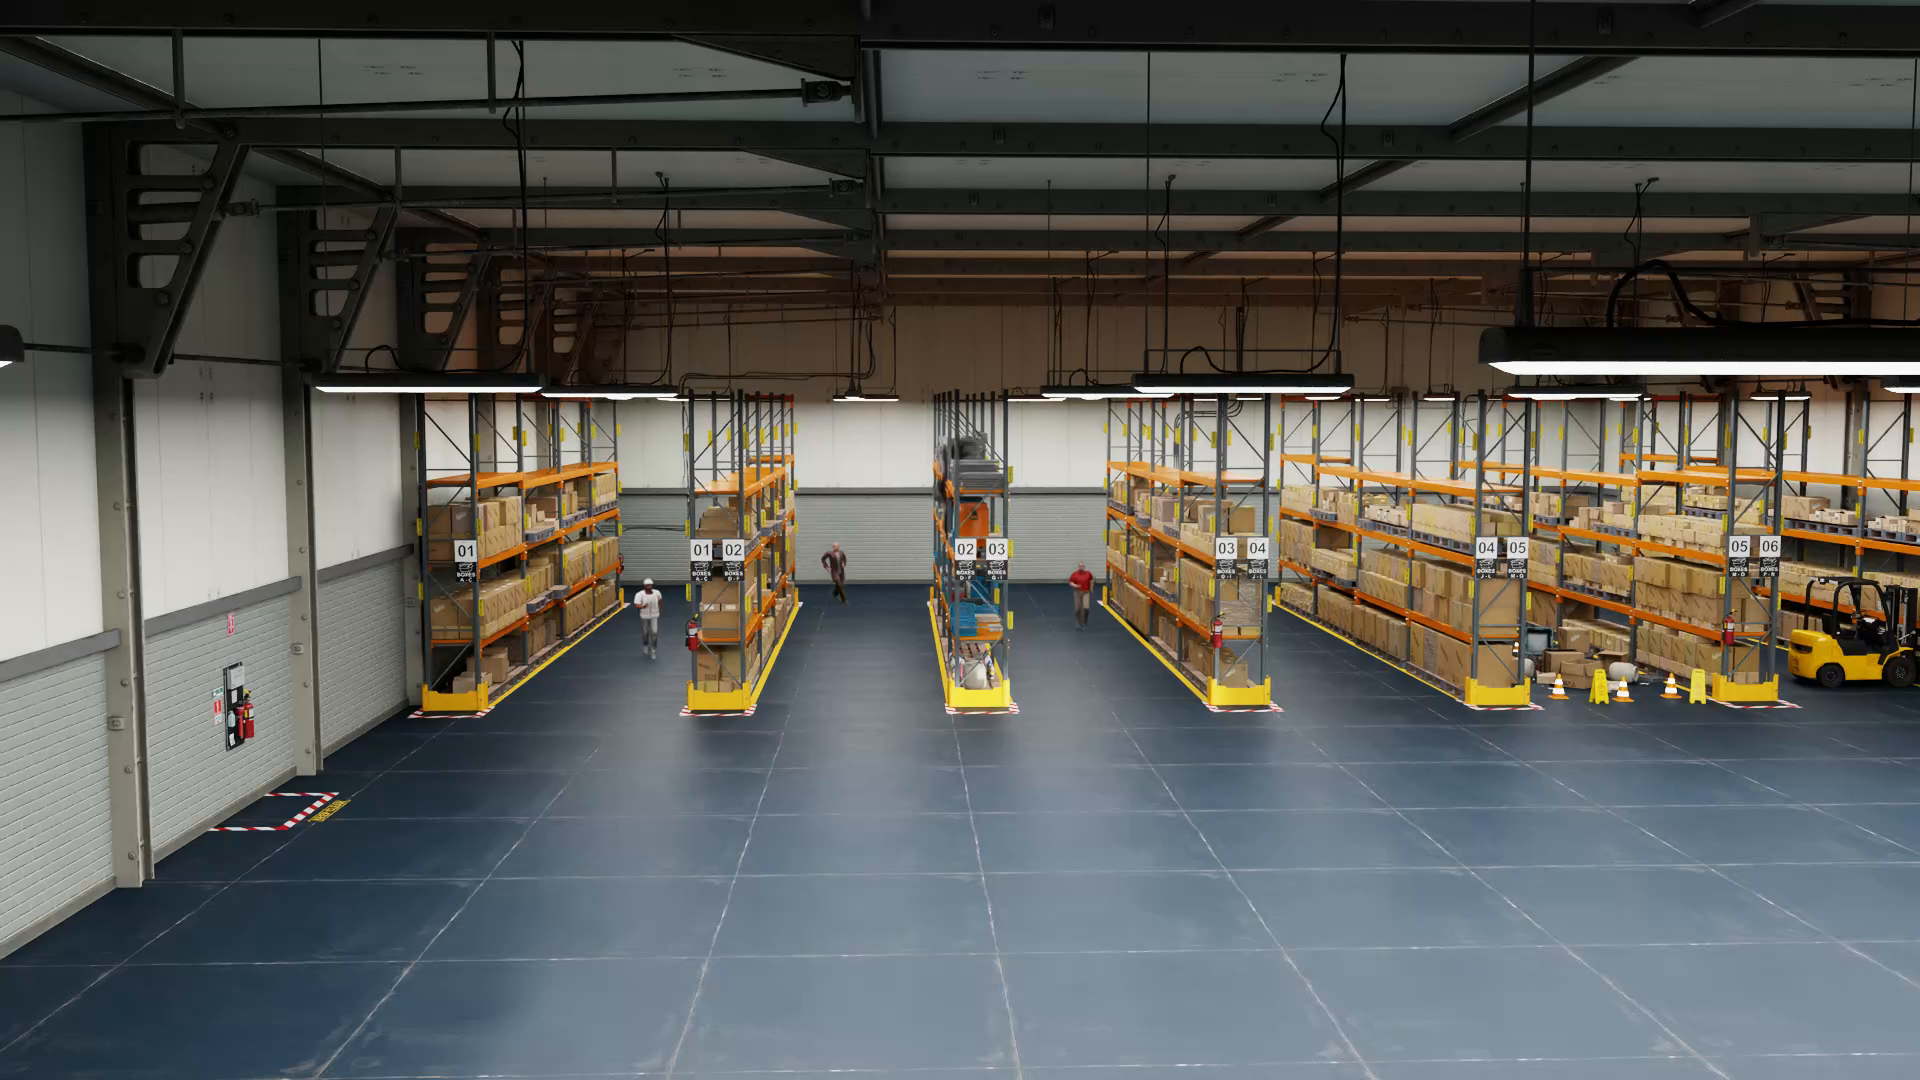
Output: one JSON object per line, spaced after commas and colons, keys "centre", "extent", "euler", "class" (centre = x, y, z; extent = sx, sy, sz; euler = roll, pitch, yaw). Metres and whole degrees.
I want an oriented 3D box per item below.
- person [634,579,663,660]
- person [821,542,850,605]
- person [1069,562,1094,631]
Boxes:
{"centre": [-7.027, 1.773, 37.567], "extent": [0.662, 1.822, 0.871], "euler": [-1, 5, -15], "class": "person"}
{"centre": [-3.540, 0.950, 47.530], "extent": [0.702, 1.775, 1.058], "euler": [-3, 6, -36], "class": "person"}
{"centre": [3.093, 1.473, 42.240], "extent": [0.637, 1.688, 0.830], "euler": [0, 5, 0], "class": "person"}
